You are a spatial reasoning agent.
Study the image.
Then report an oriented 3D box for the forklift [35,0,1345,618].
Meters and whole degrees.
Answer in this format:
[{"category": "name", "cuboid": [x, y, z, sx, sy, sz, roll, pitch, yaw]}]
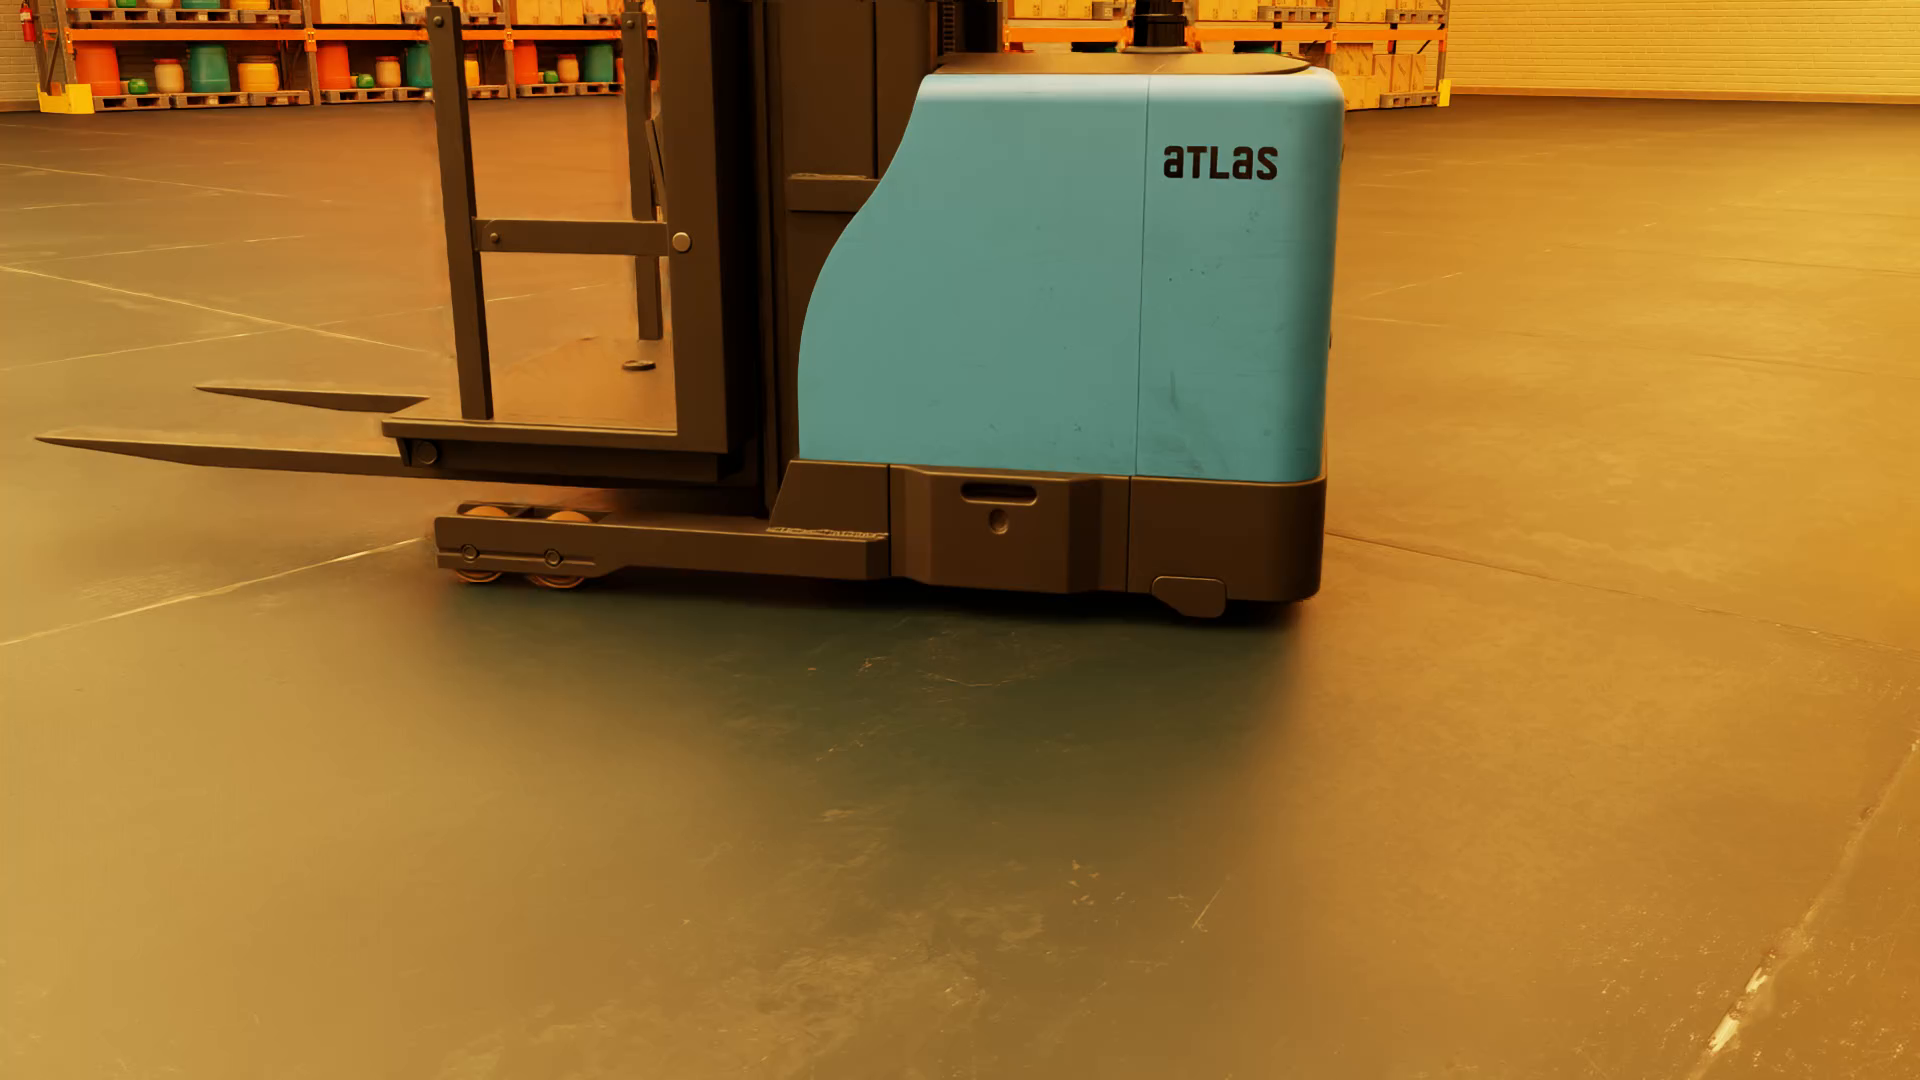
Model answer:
[{"category": "forklift", "cuboid": [-0.671, -1.442, 3.648, 3.031, 2.935, 1.130, 3, 17, 11]}]
